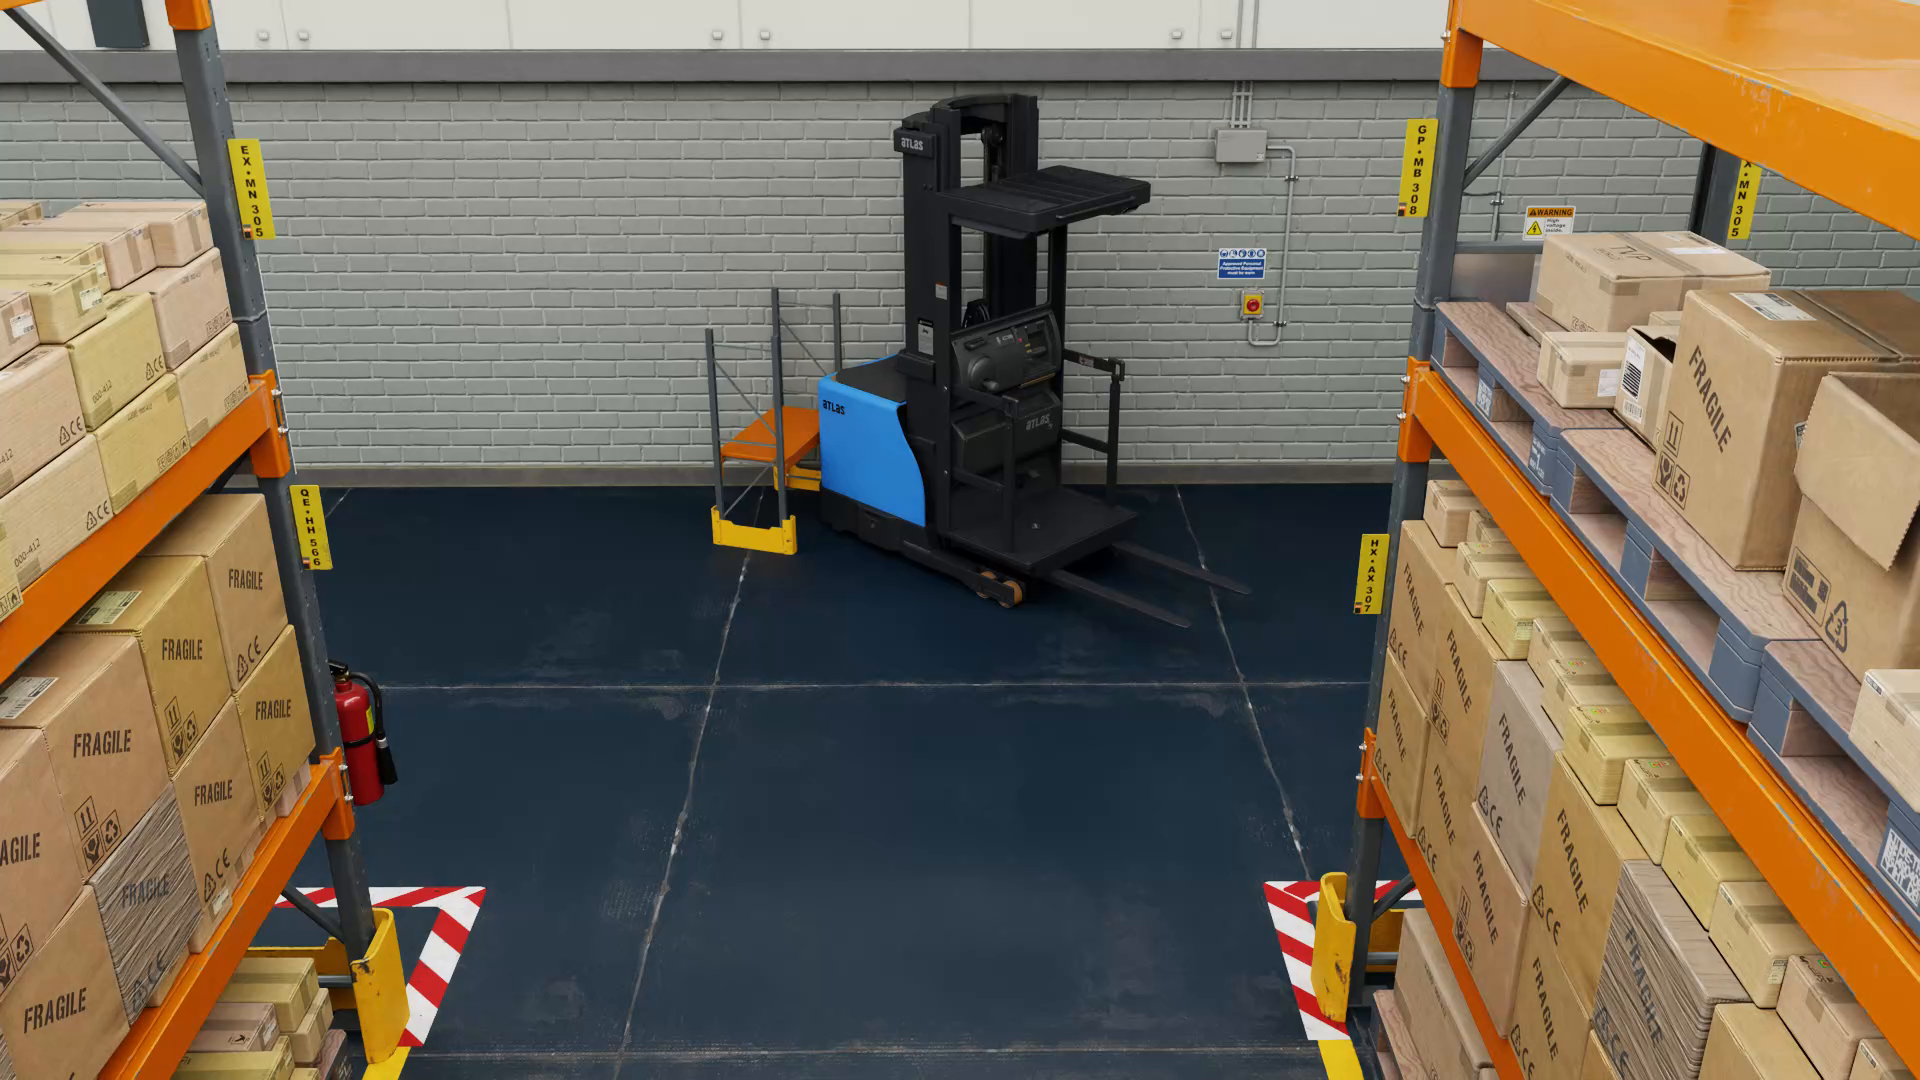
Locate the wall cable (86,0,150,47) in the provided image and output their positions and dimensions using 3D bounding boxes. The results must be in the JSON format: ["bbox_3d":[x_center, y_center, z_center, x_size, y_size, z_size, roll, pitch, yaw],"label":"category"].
[{"bbox_3d":[-4.440,-5.942,9.563,2.277,5.999,0.120,0,24,-1],"label":"wall cable"}]

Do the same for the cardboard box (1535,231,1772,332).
[{"bbox_3d":[2.180,-0.792,5.271,0.500,0.250,0.500,-2,24,-5],"label":"cardboard box"}]

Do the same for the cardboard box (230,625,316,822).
[{"bbox_3d":[-2.602,0.625,5.745,0.500,0.500,0.500,0,24,1],"label":"cardboard box"}]

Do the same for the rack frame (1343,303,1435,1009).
[{"bbox_3d":[2.085,0.559,6.375,1.000,3.000,0.127,0,24,-1],"label":"rack frame"}]

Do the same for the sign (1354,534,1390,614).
[{"bbox_3d":[1.530,0.128,6.180,0.100,0.325,0.005,0,24,-1],"label":"sign"}]

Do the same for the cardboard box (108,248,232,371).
[{"bbox_3d":[-2.604,-0.715,5.126,0.500,0.250,0.500,-1,24,-2],"label":"cardboard box"}]

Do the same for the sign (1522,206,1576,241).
[{"bbox_3d":[4.044,-2.175,11.418,0.339,0.242,0.001,0,24,-1],"label":"sign"}]

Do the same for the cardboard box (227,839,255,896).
[{"bbox_3d":[-2.595,1.076,5.536,0.380,0.149,0.250,0,24,-1],"label":"cardboard box"}]

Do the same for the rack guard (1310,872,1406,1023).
[{"bbox_3d":[2.085,1.688,6.912,1.175,0.500,0.348,0,24,-1],"label":"rack guard"}]

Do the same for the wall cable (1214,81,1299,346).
[{"bbox_3d":[2.000,-2.242,11.296,0.585,1.953,0.123,0,24,-1],"label":"wall cable"}]

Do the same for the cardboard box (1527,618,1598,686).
[{"bbox_3d":[1.851,0.341,4.734,0.380,0.149,0.250,0,24,0],"label":"cardboard box"}]

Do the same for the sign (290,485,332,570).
[{"bbox_3d":[-2.309,-0.043,5.917,0.100,0.325,0.005,0,24,-1],"label":"sign"}]

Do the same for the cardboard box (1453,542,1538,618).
[{"bbox_3d":[1.774,0.125,5.212,0.380,0.149,0.250,0,24,1],"label":"cardboard box"}]

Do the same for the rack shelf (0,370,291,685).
[{"bbox_3d":[-2.842,0.408,3.941,1.077,0.370,4.000,0,24,-1],"label":"rack shelf"}]

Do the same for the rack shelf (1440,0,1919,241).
[{"bbox_3d":[2.107,-0.841,3.547,1.077,0.370,4.000,0,24,-1],"label":"rack shelf"}]

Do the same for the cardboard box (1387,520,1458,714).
[{"bbox_3d":[1.805,0.257,5.708,0.500,0.500,0.500,-1,24,-2],"label":"cardboard box"}]

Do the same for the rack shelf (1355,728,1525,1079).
[{"bbox_3d":[2.107,1.711,4.701,1.077,0.370,4.000,0,24,-1],"label":"rack shelf"}]

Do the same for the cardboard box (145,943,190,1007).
[{"bbox_3d":[-2.595,1.290,5.063,0.380,0.149,0.250,-1,24,-3],"label":"cardboard box"}]

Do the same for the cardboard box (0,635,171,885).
[{"bbox_3d":[-2.590,0.596,4.596,0.500,0.500,0.500,1,24,2],"label":"cardboard box"}]

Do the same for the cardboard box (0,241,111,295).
[{"bbox_3d":[-2.658,-0.742,4.702,0.380,0.149,0.250,-1,24,-2],"label":"cardboard box"}]

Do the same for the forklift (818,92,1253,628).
[{"bbox_3d":[0.449,-1.157,10.252,3.031,2.935,1.130,22,32,39],"label":"forklift"}]

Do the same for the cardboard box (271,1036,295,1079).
[{"bbox_3d":[-2.624,1.919,5.956,0.380,0.149,0.250,-1,24,-2],"label":"cardboard box"}]

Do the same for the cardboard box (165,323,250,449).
[{"bbox_3d":[-2.594,-0.490,5.235,0.500,0.250,0.500,-1,24,-2],"label":"cardboard box"}]

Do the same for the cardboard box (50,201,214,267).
[{"bbox_3d":[-2.566,-0.950,5.161,0.380,0.149,0.250,0,24,-1],"label":"cardboard box"}]

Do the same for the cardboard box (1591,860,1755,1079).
[{"bbox_3d":[1.835,1.094,3.857,0.500,0.500,0.500,0,24,0],"label":"cardboard box"}]

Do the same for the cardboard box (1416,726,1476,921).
[{"bbox_3d":[1.836,0.920,5.453,0.500,0.500,0.500,-1,24,-1],"label":"cardboard box"}]

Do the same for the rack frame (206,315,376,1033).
[{"bbox_3d":[-2.864,0.623,6.234,1.000,3.000,0.127,0,24,-1],"label":"rack frame"}]

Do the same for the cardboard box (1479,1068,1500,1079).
[{"bbox_3d":[2.210,2.183,5.382,0.875,0.438,0.875,0,24,1],"label":"cardboard box"}]

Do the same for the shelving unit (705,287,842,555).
[{"bbox_3d":[-1.217,-0.831,11.268,0.587,1.500,1.083,8,25,17],"label":"shelving unit"}]

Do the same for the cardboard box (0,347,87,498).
[{"bbox_3d":[-2.595,-0.293,4.194,0.500,0.250,0.500,0,24,0],"label":"cardboard box"}]

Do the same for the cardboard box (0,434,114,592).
[{"bbox_3d":[-2.589,-0.075,4.318,0.500,0.250,0.500,1,24,2],"label":"cardboard box"}]

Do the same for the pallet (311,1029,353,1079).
[{"bbox_3d":[-2.890,2.259,5.998,1.003,0.211,1.213,0,24,-1],"label":"pallet"}]

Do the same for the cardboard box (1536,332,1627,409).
[{"bbox_3d":[1.867,-0.481,4.708,0.380,0.149,0.250,1,24,1],"label":"cardboard box"}]

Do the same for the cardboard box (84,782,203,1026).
[{"bbox_3d":[-2.586,1.047,4.814,0.500,0.500,0.500,0,24,0],"label":"cardboard box"}]

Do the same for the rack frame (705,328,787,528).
[{"bbox_3d":[-1.380,-0.629,10.820,0.500,1.500,0.032,8,25,17],"label":"rack frame"}]

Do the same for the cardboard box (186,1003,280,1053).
[{"bbox_3d":[-2.659,1.780,5.903,0.380,0.149,0.250,0,24,0],"label":"cardboard box"}]

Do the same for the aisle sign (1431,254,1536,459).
[{"bbox_3d":[1.794,-0.654,5.902,0.394,0.787,0.004,0,24,-1],"label":"aisle sign"}]

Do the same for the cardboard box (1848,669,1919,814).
[{"bbox_3d":[1.799,0.347,2.877,0.380,0.149,0.250,0,24,1],"label":"cardboard box"}]

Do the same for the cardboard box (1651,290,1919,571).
[{"bbox_3d":[1.957,-0.259,3.791,0.500,0.500,0.500,0,24,0],"label":"cardboard box"}]

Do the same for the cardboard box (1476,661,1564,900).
[{"bbox_3d":[1.831,0.682,4.768,0.500,0.500,0.500,0,24,-1],"label":"cardboard box"}]

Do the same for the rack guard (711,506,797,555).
[{"bbox_3d":[-1.374,-0.067,11.095,0.587,0.250,0.087,8,25,17],"label":"rack guard"}]

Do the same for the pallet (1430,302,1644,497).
[{"bbox_3d":[2.103,-0.462,5.099,1.003,0.211,1.213,0,24,-1],"label":"pallet"}]

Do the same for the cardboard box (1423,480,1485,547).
[{"bbox_3d":[1.812,-0.091,5.688,0.380,0.149,0.250,0,24,1],"label":"cardboard box"}]

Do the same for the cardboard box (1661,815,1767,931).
[{"bbox_3d":[1.856,0.758,3.813,0.380,0.149,0.250,-1,24,-2],"label":"cardboard box"}]

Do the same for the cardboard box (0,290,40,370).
[{"bbox_3d":[-2.604,-0.529,4.231,0.380,0.149,0.250,-1,24,-2],"label":"cardboard box"}]

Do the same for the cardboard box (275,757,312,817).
[{"bbox_3d":[-2.578,0.870,5.991,0.380,0.149,0.250,0,24,0],"label":"cardboard box"}]

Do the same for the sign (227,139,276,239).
[{"bbox_3d":[-2.309,-1.142,5.420,0.100,0.325,0.005,0,24,-1],"label":"sign"}]

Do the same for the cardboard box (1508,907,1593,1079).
[{"bbox_3d":[1.846,1.336,4.534,0.500,0.500,0.500,1,24,1],"label":"cardboard box"}]

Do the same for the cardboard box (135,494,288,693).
[{"bbox_3d":[-2.610,0.173,5.531,0.500,0.500,0.500,-1,24,-2],"label":"cardboard box"}]

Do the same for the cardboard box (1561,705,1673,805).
[{"bbox_3d":[1.787,0.549,4.275,0.380,0.149,0.250,-1,24,-2],"label":"cardboard box"}]

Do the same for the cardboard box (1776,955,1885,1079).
[{"bbox_3d":[1.899,0.969,3.347,0.380,0.149,0.250,0,24,-1],"label":"cardboard box"}]

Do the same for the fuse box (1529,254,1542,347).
[{"bbox_3d":[4.102,-1.127,11.665,0.539,1.711,0.414,0,24,-1],"label":"fuse box"}]

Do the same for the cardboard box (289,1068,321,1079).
[{"bbox_3d":[-2.545,2.052,6.024,0.380,0.149,0.250,0,24,1],"label":"cardboard box"}]
